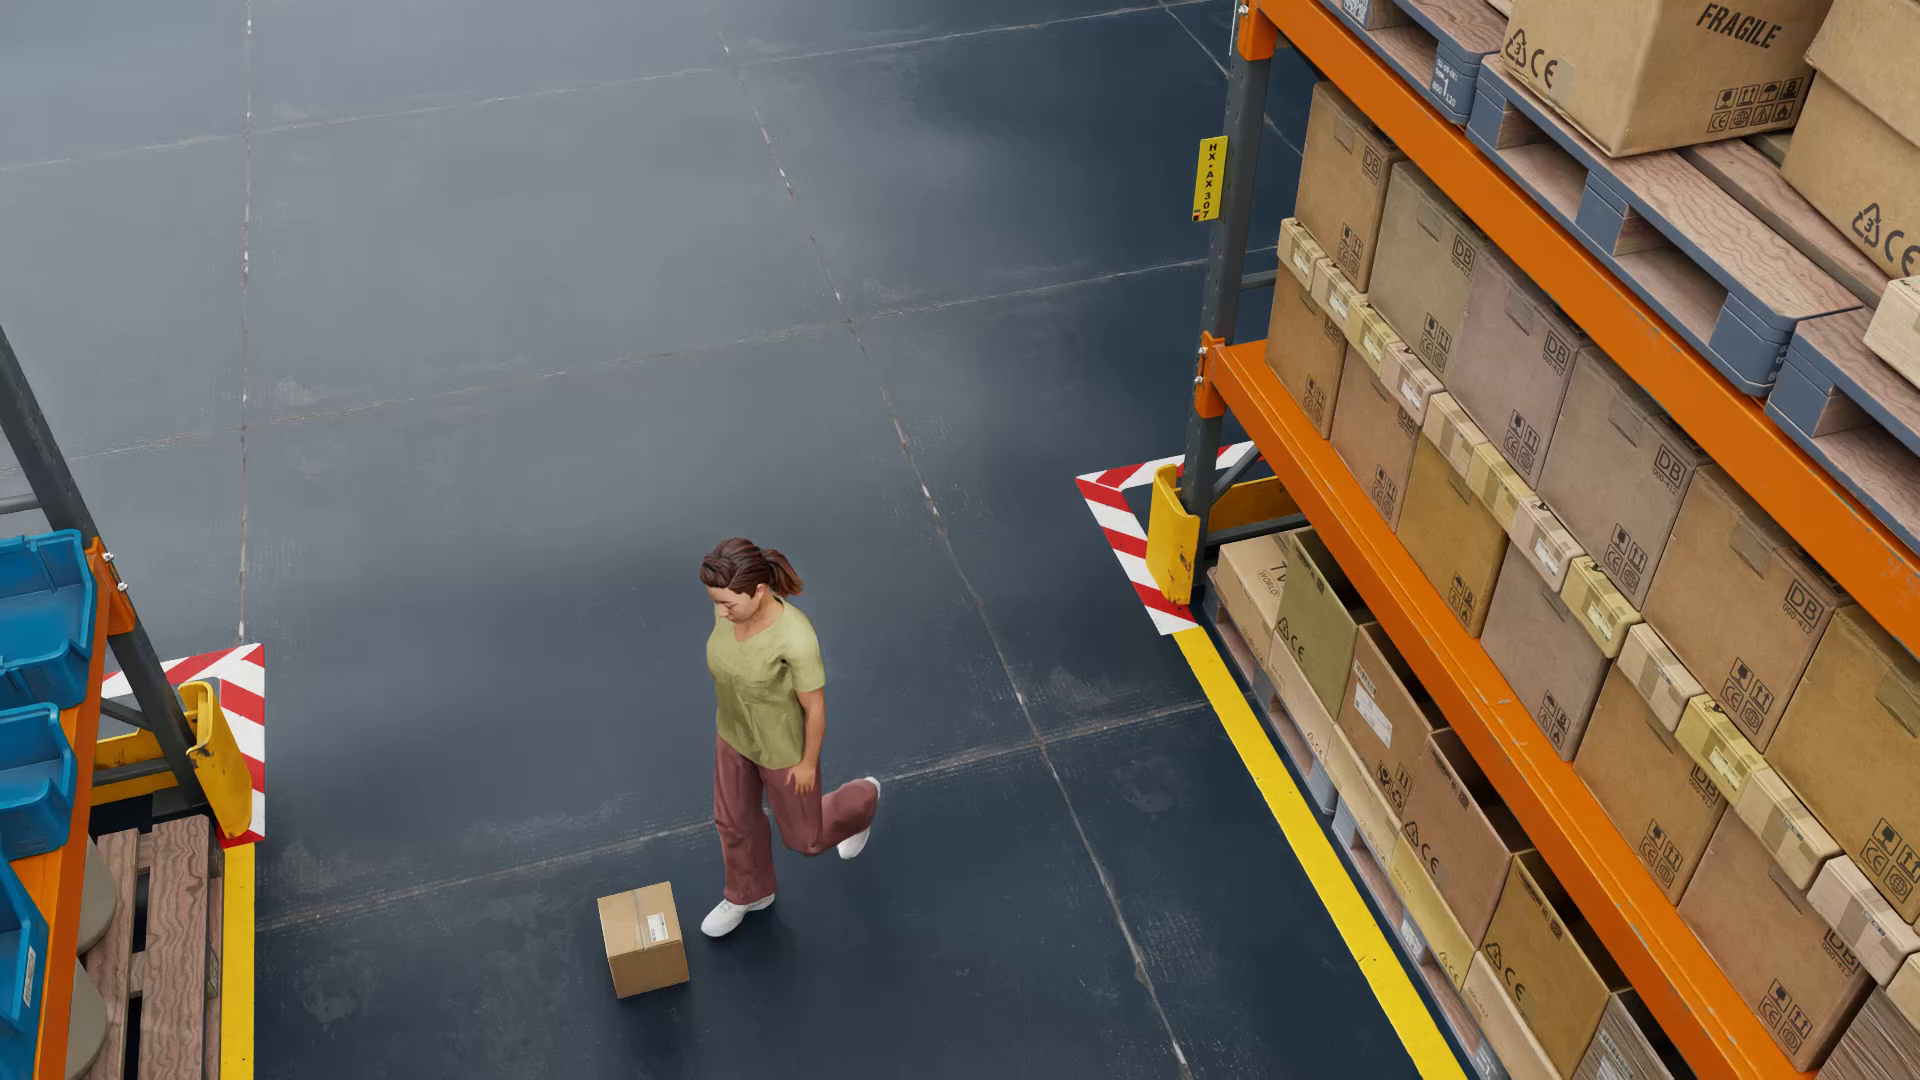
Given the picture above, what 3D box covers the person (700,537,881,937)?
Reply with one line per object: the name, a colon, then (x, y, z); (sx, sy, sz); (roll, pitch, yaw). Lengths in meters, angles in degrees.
person: (-0.603, 0.626, 5.464); (0.467, 1.661, 0.755); (27, 49, 27)
